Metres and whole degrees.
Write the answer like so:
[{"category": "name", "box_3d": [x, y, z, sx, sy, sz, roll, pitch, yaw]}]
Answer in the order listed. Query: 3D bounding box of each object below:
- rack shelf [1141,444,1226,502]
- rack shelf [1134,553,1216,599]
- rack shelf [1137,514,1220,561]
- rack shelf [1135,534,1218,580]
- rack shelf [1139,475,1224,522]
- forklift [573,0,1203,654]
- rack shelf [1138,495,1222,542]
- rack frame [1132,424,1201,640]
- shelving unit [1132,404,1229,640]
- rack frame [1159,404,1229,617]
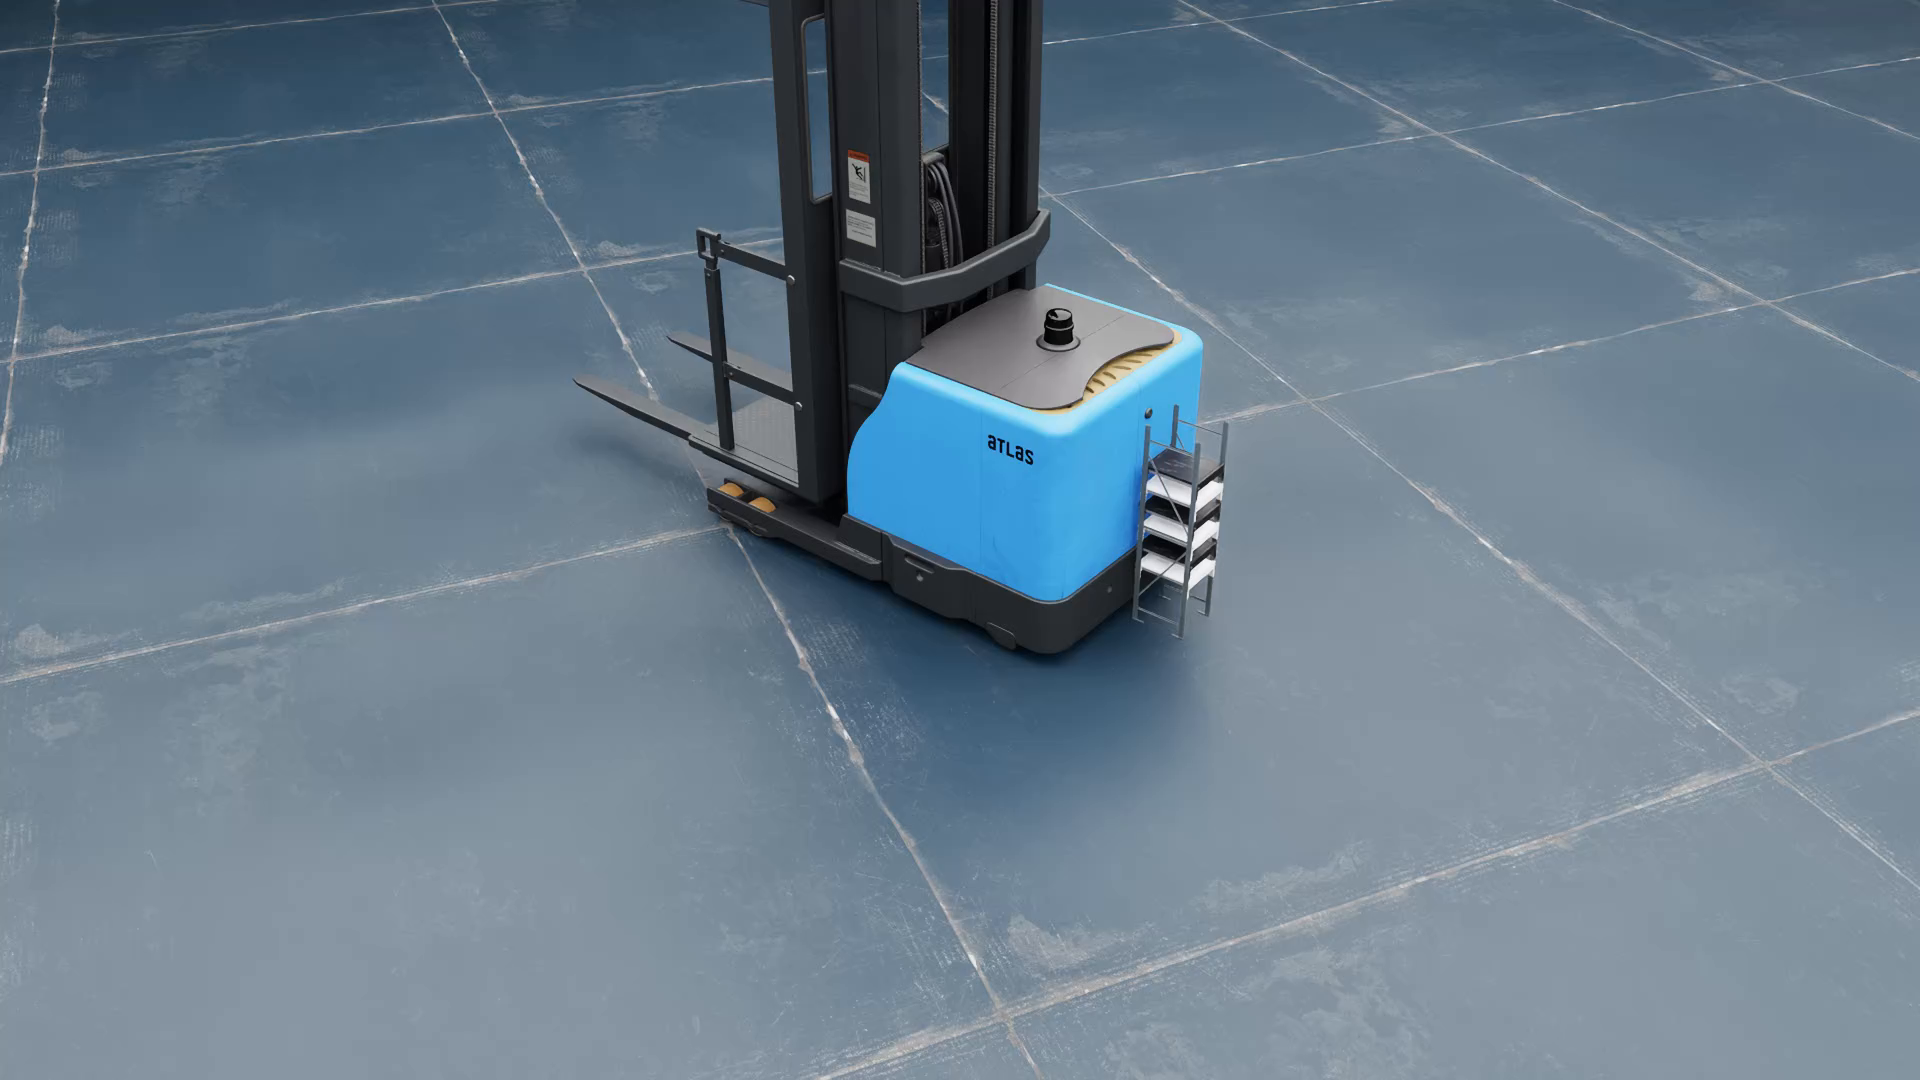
[{"category": "rack shelf", "box_3d": [0.858, -0.261, 6.391, 0.258, 0.077, 0.200, 23, 39, 31]}, {"category": "rack shelf", "box_3d": [0.858, 0.117, 6.637, 0.258, 0.077, 0.200, 23, 39, 31]}, {"category": "rack shelf", "box_3d": [0.858, -0.034, 6.539, 0.258, 0.077, 0.200, 23, 39, 31]}, {"category": "rack shelf", "box_3d": [0.858, 0.041, 6.588, 0.258, 0.077, 0.200, 23, 39, 31]}, {"category": "rack shelf", "box_3d": [0.858, -0.185, 6.440, 0.258, 0.077, 0.200, 23, 39, 31]}, {"category": "forklift", "box_3d": [-0.490, -1.445, 6.783, 3.031, 2.935, 1.130, 24, 40, 32]}, {"category": "rack shelf", "box_3d": [0.858, -0.110, 6.490, 0.258, 0.077, 0.200, 23, 39, 31]}, {"category": "rack frame", "box_3d": [0.796, -0.018, 6.453, 0.240, 0.900, 0.006, 23, 39, 31]}, {"category": "shelving unit", "box_3d": [0.858, -0.062, 6.520, 0.258, 0.900, 0.210, 23, 39, 31]}, {"category": "rack frame", "box_3d": [0.920, -0.106, 6.588, 0.240, 0.900, 0.006, 23, 39, 31]}]
